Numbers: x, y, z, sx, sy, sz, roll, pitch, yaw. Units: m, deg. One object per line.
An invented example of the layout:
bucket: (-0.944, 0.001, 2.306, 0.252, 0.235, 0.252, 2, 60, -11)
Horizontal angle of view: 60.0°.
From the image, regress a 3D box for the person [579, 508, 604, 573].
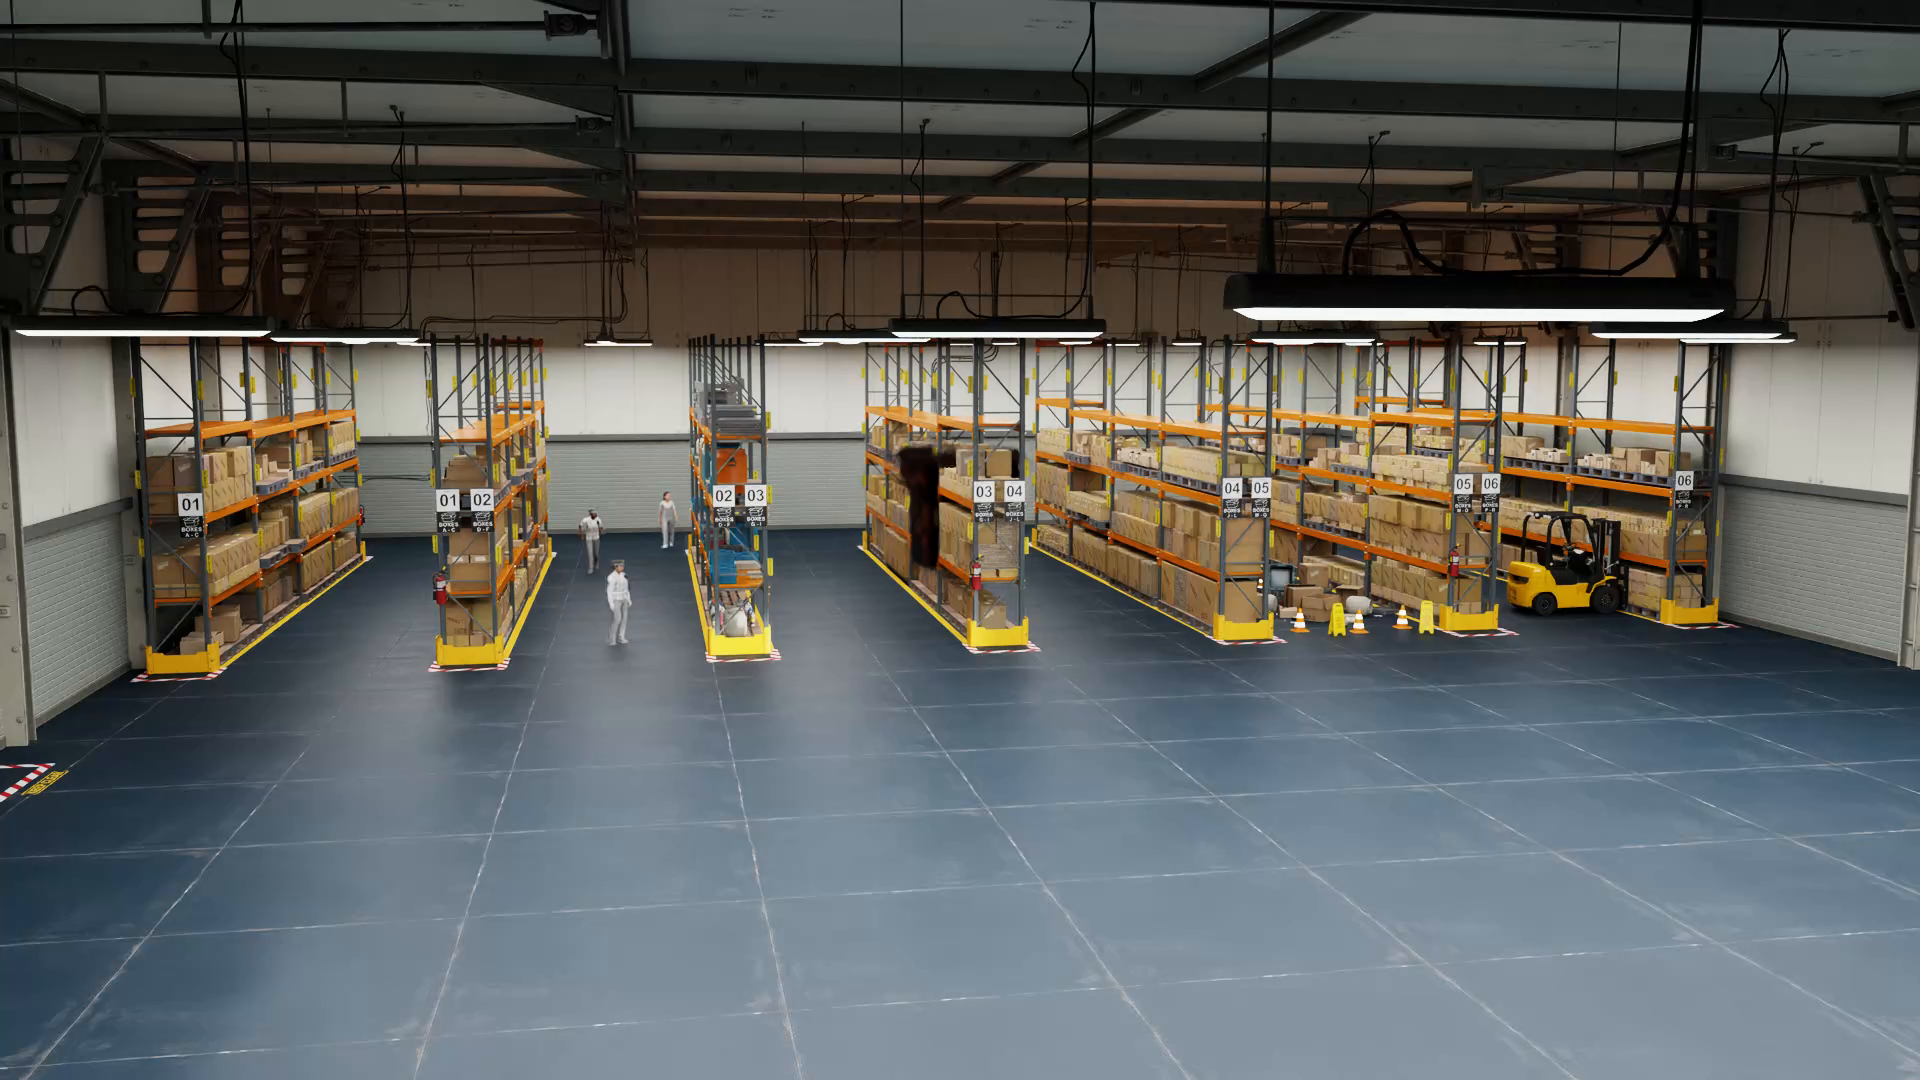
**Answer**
person: (-9.462, -0.013, 42.664, 0.626, 1.634, 1.028, -1, 7, -9)

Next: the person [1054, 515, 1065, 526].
person: (3.097, -0.837, 50.018, 0.629, 1.654, 0.516, -3, 7, -27)

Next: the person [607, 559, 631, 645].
person: (-6.654, 1.225, 32.469, 0.348, 1.723, 0.541, 4, 8, 31)

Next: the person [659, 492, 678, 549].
person: (-8.391, -0.584, 47.848, 0.529, 1.612, 1.019, -1, 7, -12)
